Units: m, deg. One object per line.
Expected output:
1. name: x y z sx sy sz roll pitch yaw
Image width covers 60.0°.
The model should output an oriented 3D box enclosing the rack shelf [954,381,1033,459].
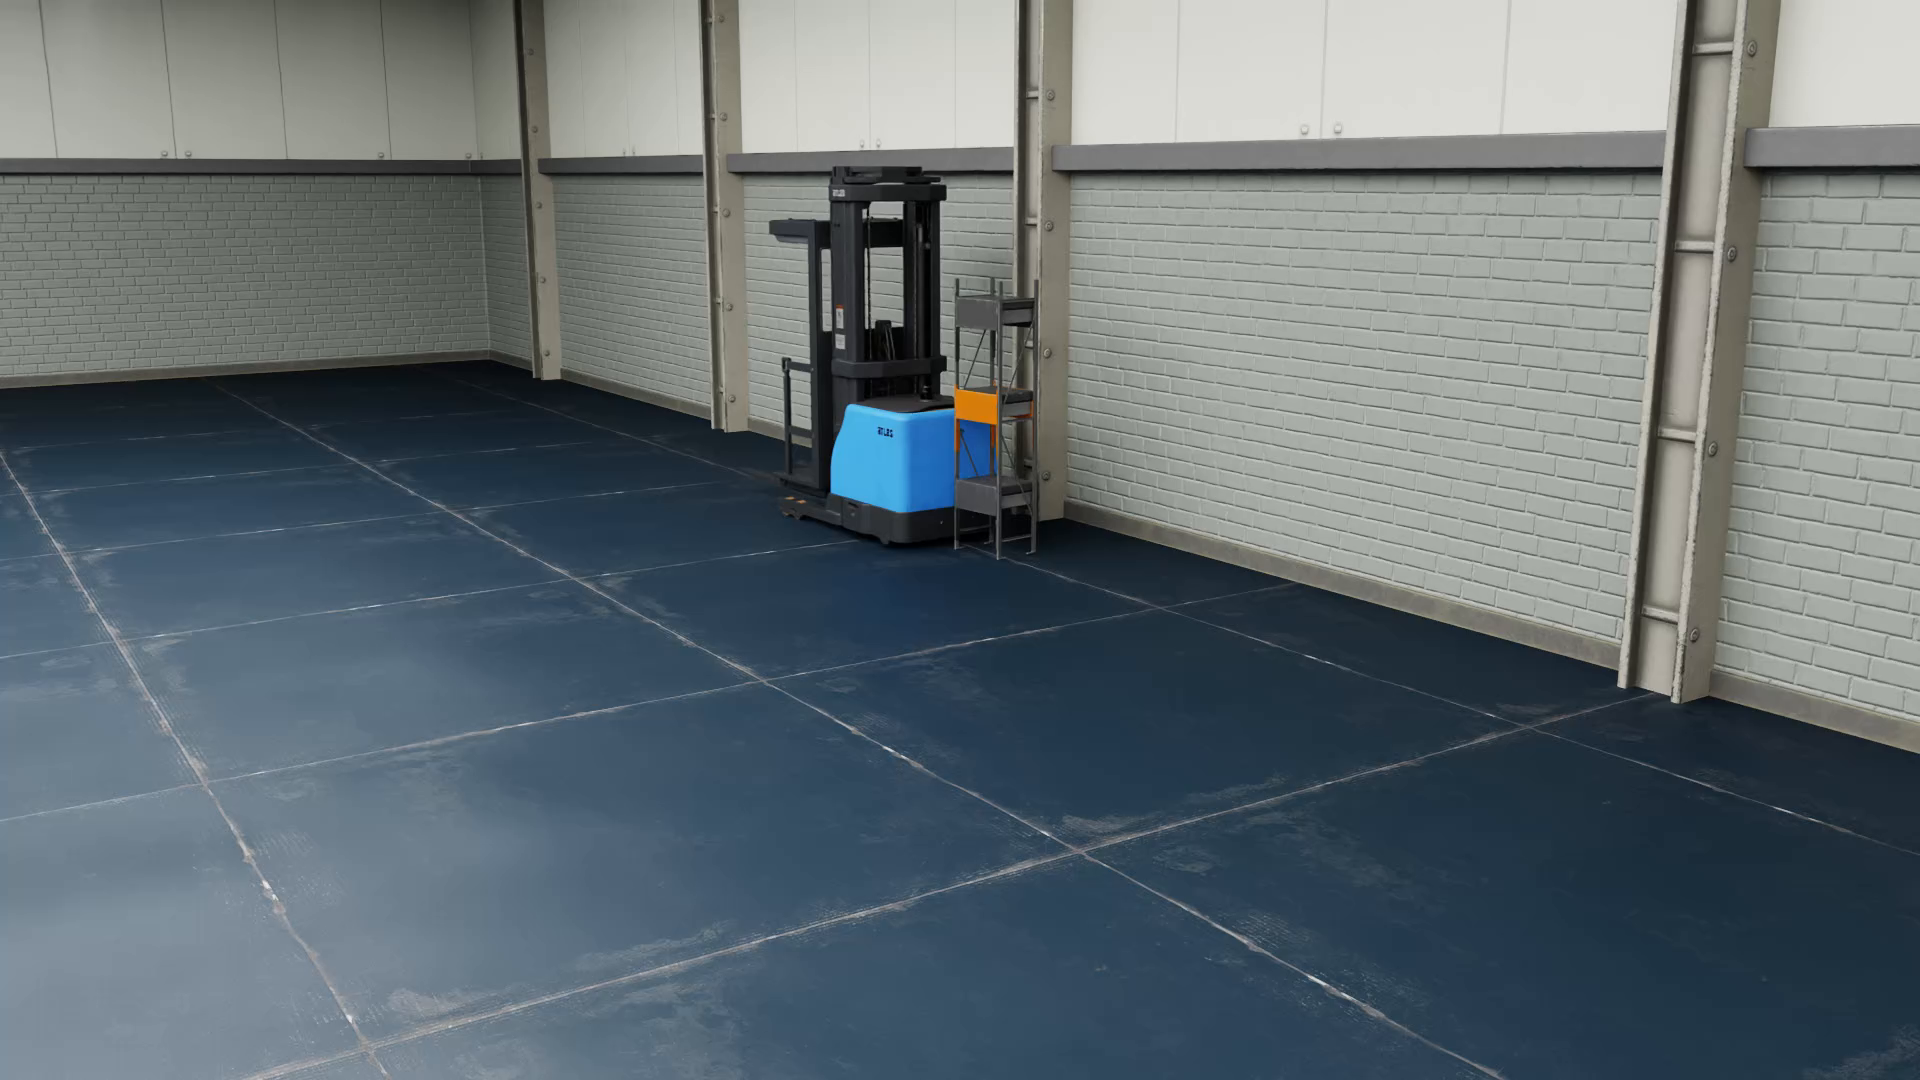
1. rack shelf: 0.274 -0.926 12.743 0.431 0.518 0.480 -11 16 -40

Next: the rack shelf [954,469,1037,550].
1. rack shelf: 0.274 -0.242 12.892 0.431 0.518 0.480 -11 16 -40

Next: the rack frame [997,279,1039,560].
1. rack frame: 0.435 -0.900 12.561 0.400 2.100 0.015 -11 16 -40

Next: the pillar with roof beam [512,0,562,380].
1. pillar with roof beam: -9.554 -6.234 20.803 9.100 9.000 0.400 -8 15 -33

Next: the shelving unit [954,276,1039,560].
1. shelving unit: 0.274 -0.939 12.740 0.431 2.100 0.503 -11 16 -40

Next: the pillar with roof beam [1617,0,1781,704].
1. pillar with roof beam: 0.418 -3.032 6.164 9.100 9.000 0.400 -8 15 -33

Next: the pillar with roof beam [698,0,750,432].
1. pillar with roof beam: -6.230 -5.166 15.923 9.100 9.000 0.400 -8 15 -33

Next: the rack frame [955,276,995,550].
1. rack frame: 0.113 -0.978 12.919 0.400 2.100 0.015 -11 16 -40

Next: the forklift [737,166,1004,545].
1. forklift: -0.908 -1.657 14.079 1.130 2.935 3.031 -9 15 -35

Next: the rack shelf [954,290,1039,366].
1. rack shelf: 0.274 -1.609 12.593 0.431 0.518 0.480 -11 16 -40

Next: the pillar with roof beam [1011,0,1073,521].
1. pillar with roof beam: -2.906 -4.099 11.044 9.100 9.000 0.400 -8 15 -33
